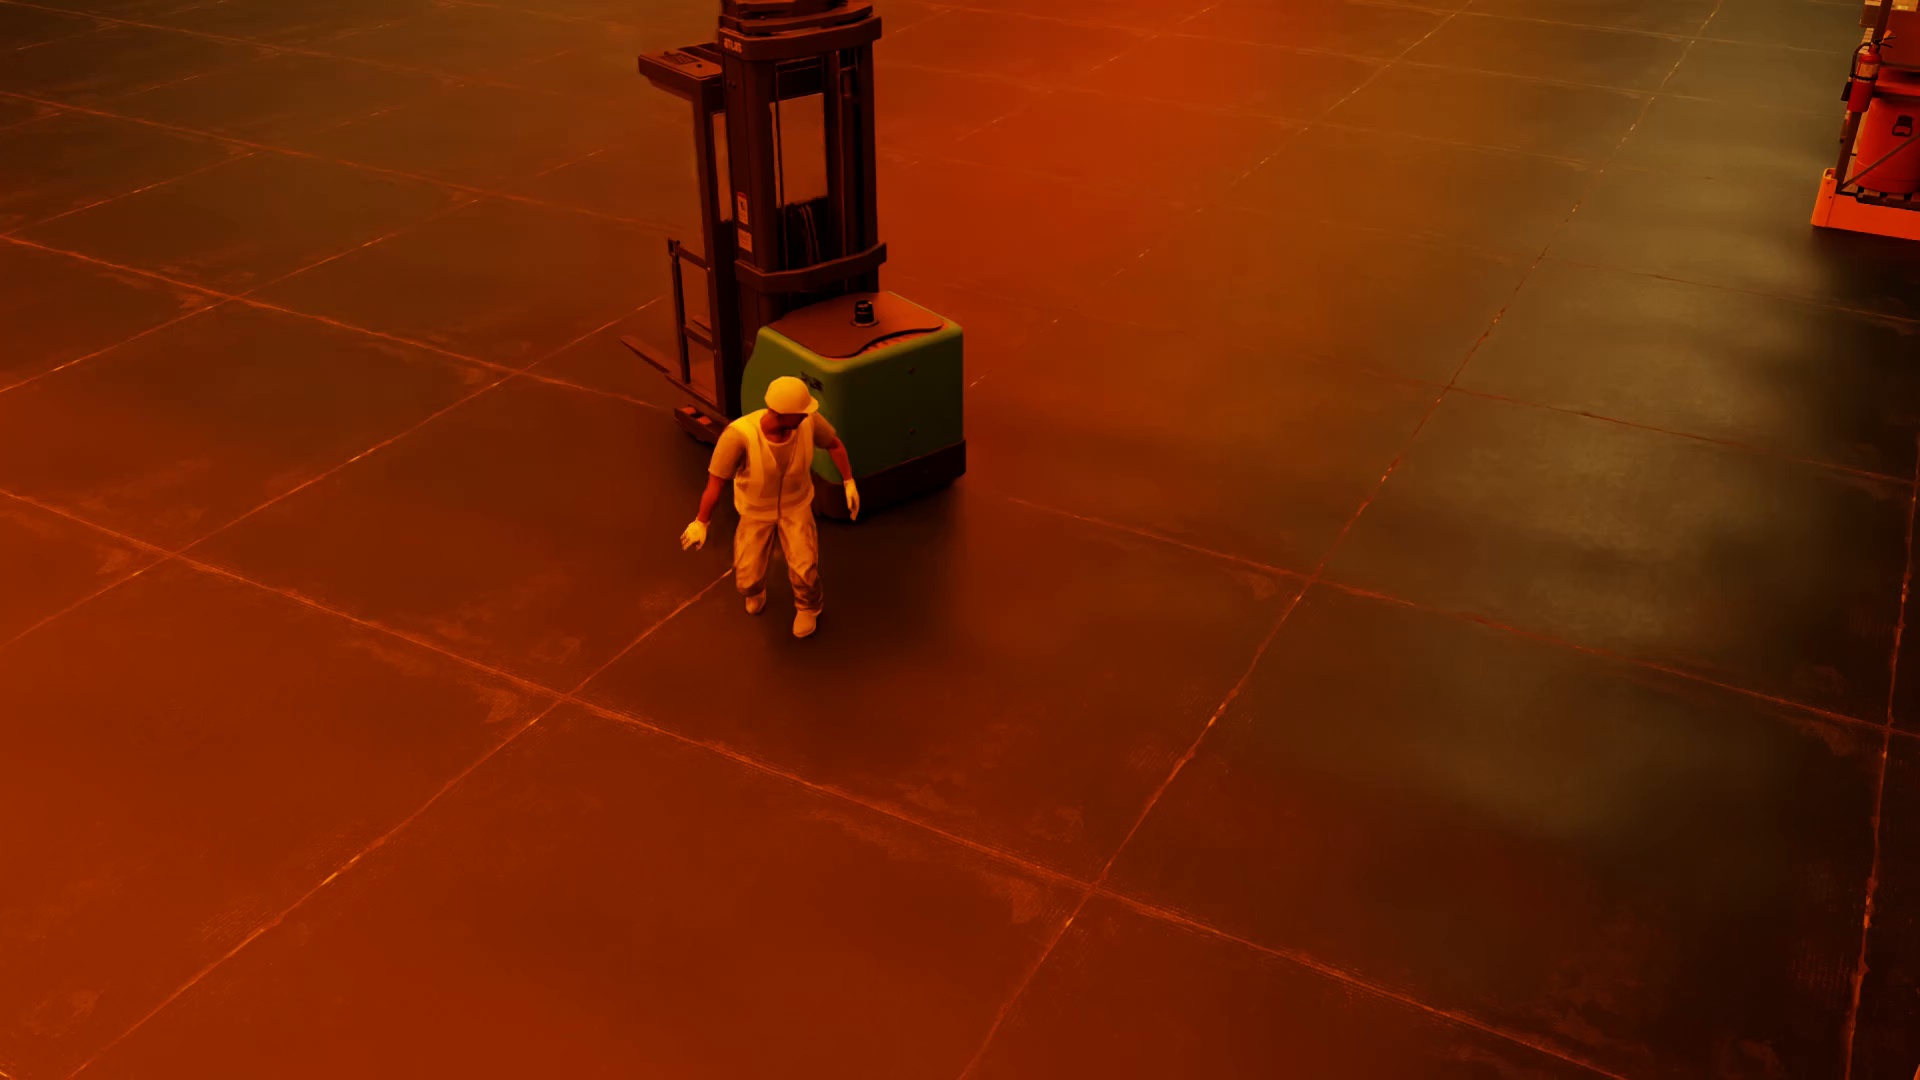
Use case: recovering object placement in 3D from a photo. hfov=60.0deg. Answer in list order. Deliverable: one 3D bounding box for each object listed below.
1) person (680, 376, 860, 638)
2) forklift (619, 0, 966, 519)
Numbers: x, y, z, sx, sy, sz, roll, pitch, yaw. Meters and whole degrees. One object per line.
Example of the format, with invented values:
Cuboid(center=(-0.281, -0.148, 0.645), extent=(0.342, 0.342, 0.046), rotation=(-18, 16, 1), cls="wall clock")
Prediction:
Cuboid(center=(-1.015, -0.197, 8.801), extent=(0.959, 1.593, 0.586), rotation=(-9, 31, -15), cls="person")
Cuboid(center=(-1.277, -2.067, 10.652), extent=(1.130, 2.935, 3.031), rotation=(-22, 36, -33), cls="forklift")
